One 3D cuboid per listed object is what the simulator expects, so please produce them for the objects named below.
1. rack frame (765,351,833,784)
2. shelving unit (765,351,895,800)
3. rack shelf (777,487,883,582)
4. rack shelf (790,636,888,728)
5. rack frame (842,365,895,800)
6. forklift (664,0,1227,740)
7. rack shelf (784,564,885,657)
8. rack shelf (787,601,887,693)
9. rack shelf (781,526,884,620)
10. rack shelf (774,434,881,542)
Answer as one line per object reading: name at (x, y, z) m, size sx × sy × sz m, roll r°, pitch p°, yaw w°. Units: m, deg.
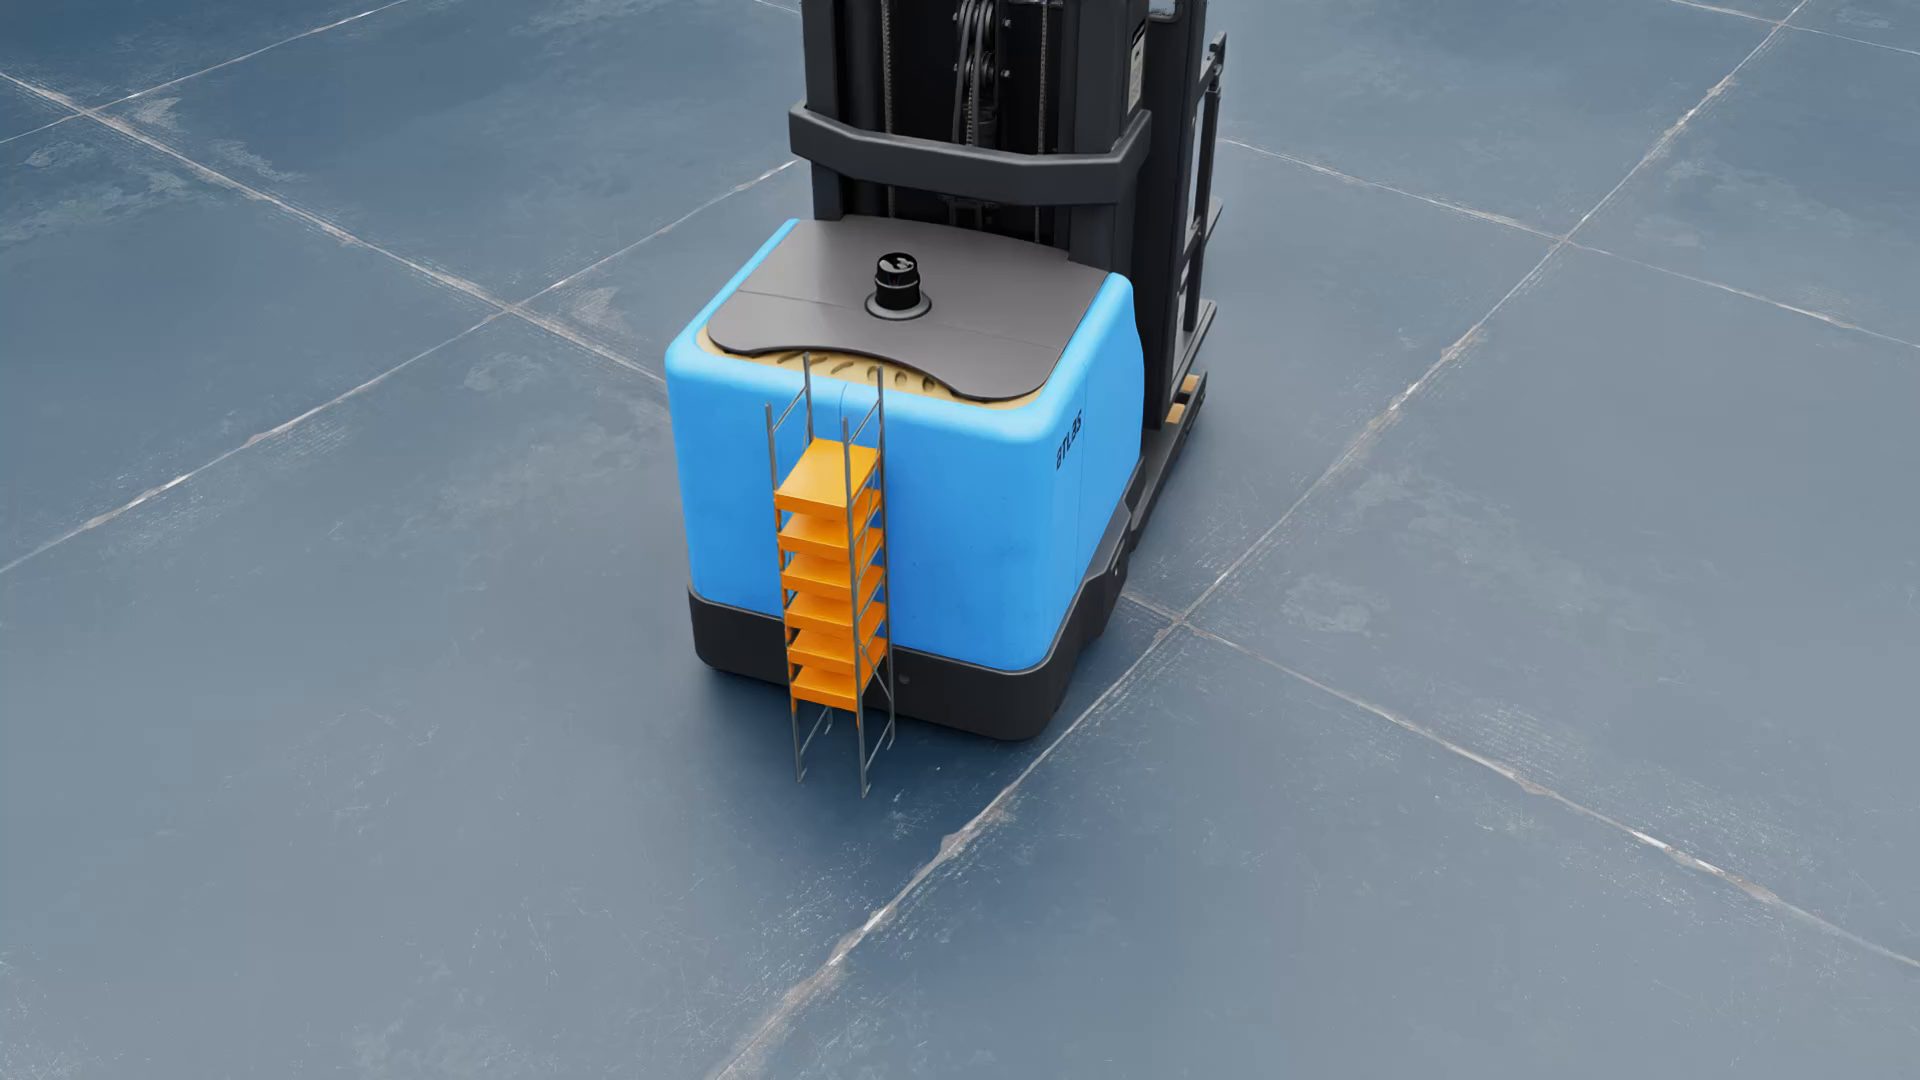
rack frame at (-0.392, 0.105, 4.143) m, size 0.006 × 1.200 × 0.240 m, roll 11°, pitch 39°, yaw 14°
shelving unit at (-0.305, 0.123, 4.120) m, size 0.189 × 1.200 × 0.258 m, roll 11°, pitch 39°, yaw 14°
rack shelf at (-0.305, -0.031, 3.999) m, size 0.180 × 0.103 × 0.258 m, roll 11°, pitch 39°, yaw 14°
rack shelf at (-0.305, 0.347, 4.295) m, size 0.180 × 0.103 × 0.258 m, roll 11°, pitch 39°, yaw 14°
rack frame at (-0.218, 0.140, 4.098) m, size 0.006 × 1.200 × 0.240 m, roll 11°, pitch 39°, yaw 14°
forklift at (0.217, -1.530, 4.827) m, size 1.130 × 2.935 × 3.031 m, roll 12°, pitch 40°, yaw 15°
rack shelf at (-0.305, 0.158, 4.147) m, size 0.180 × 0.103 × 0.258 m, roll 11°, pitch 39°, yaw 14°
rack shelf at (-0.305, 0.252, 4.221) m, size 0.180 × 0.103 × 0.258 m, roll 11°, pitch 39°, yaw 14°
rack shelf at (-0.305, 0.063, 4.073) m, size 0.180 × 0.103 × 0.258 m, roll 11°, pitch 39°, yaw 14°
rack shelf at (-0.305, -0.126, 3.926) m, size 0.180 × 0.103 × 0.258 m, roll 11°, pitch 39°, yaw 14°
